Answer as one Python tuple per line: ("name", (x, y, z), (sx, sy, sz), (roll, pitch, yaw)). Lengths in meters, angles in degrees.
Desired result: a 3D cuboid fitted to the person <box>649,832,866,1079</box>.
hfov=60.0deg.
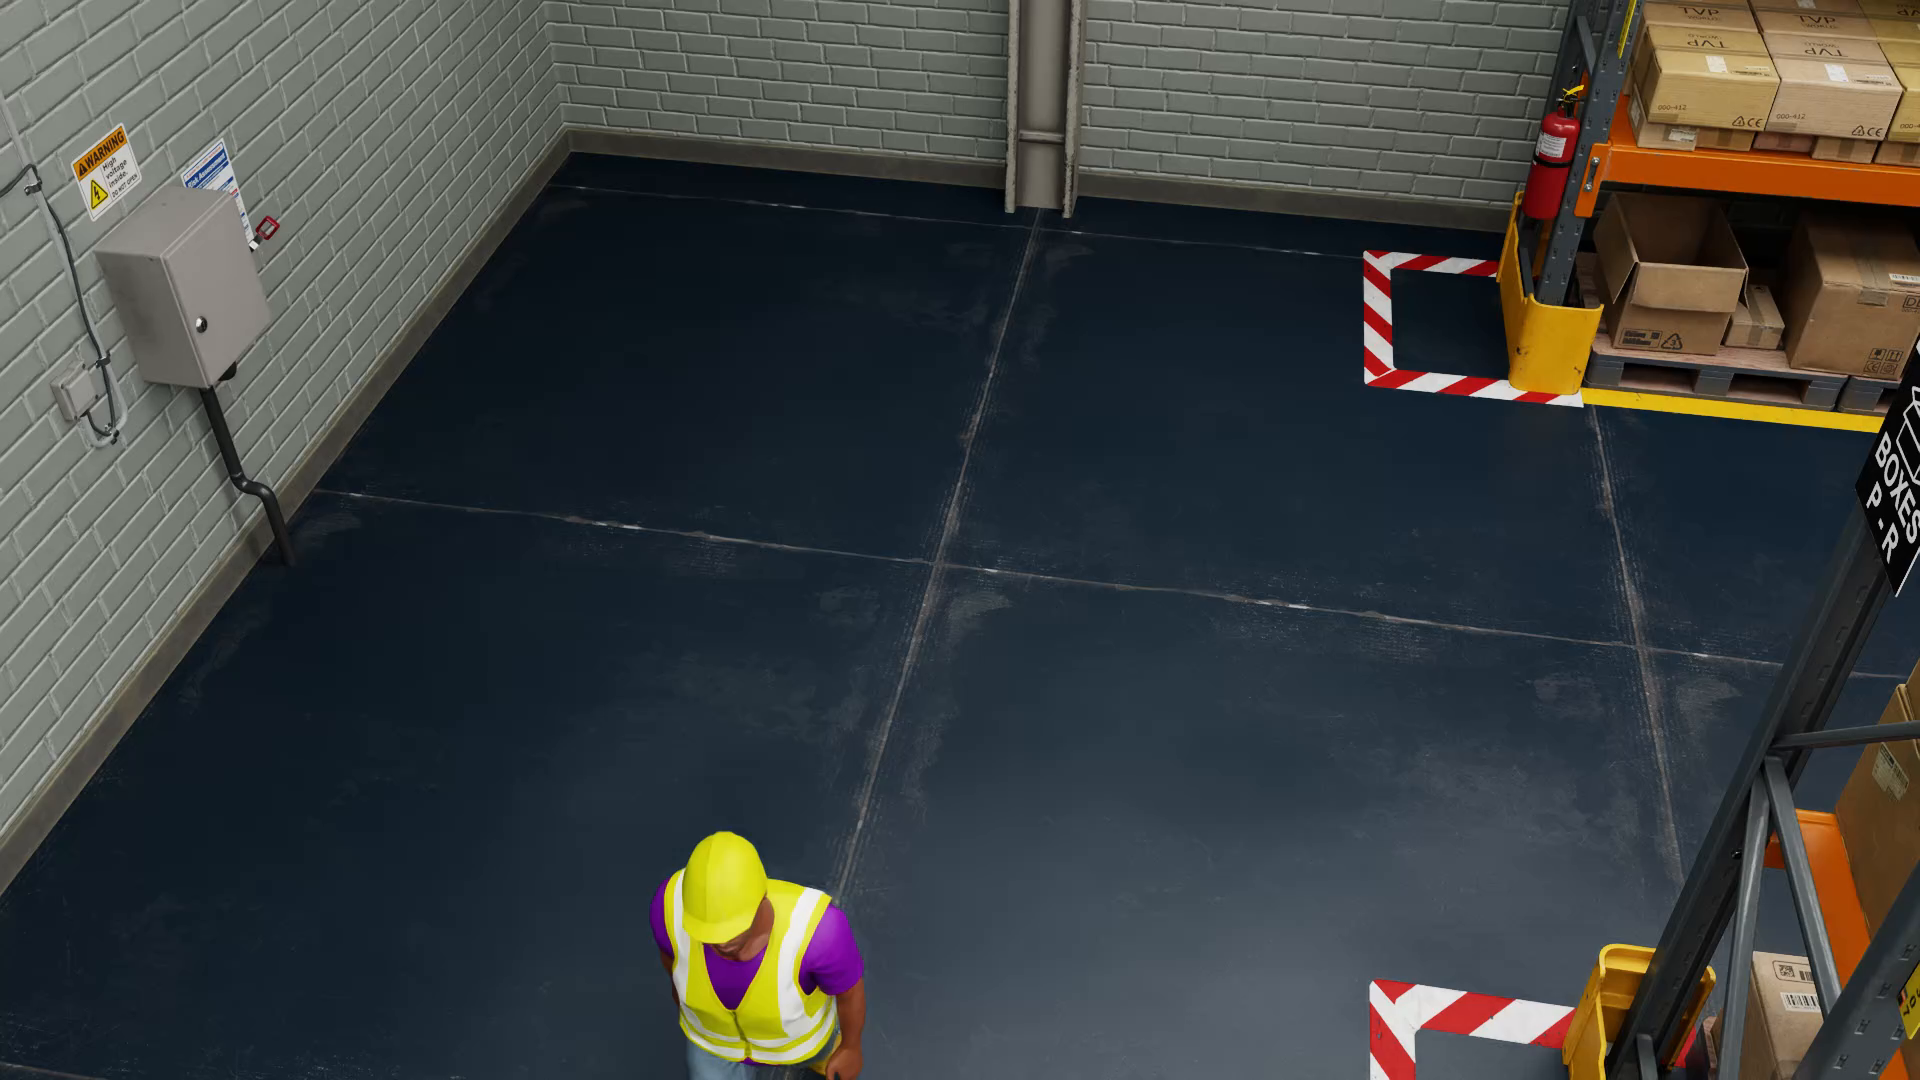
("person", (-0.543, 1.318, 4.632), (0.587, 1.702, 1.132), (2, 40, 3))
